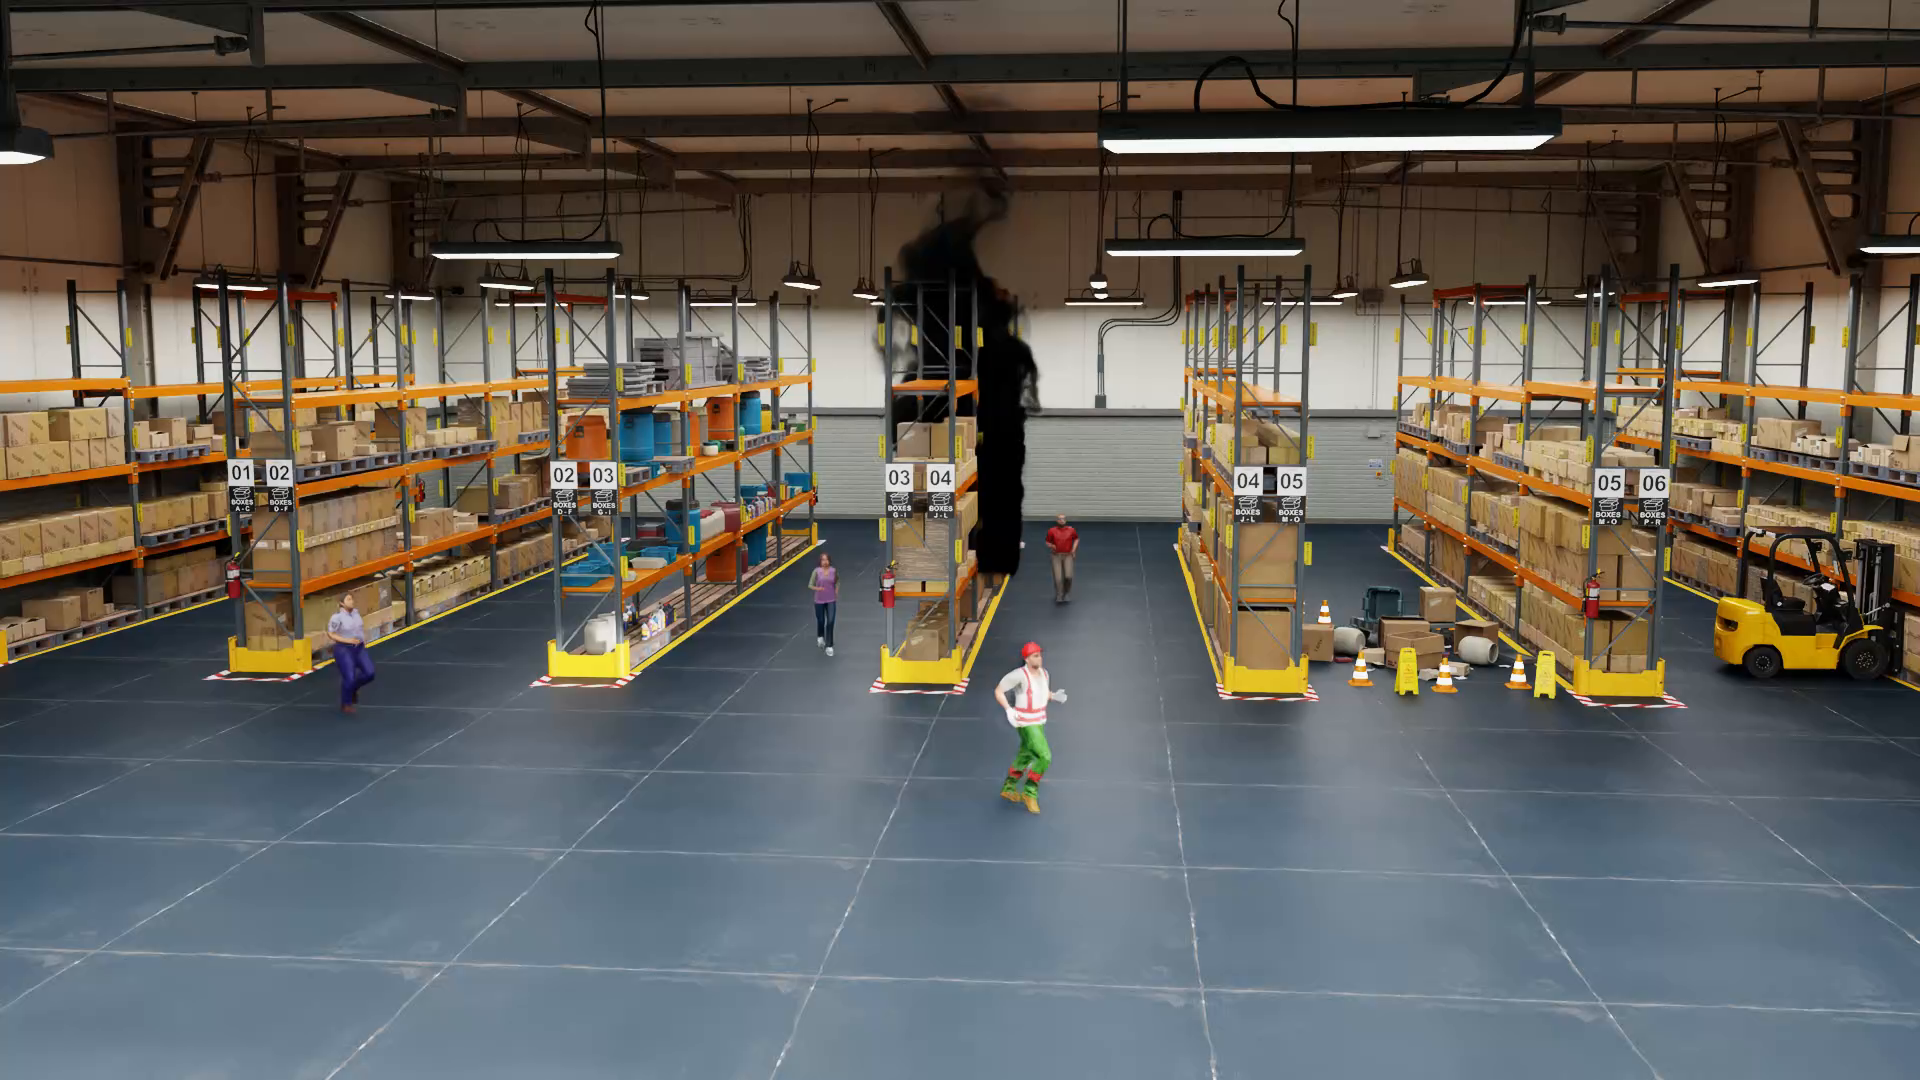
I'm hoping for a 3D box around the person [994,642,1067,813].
[{"bbox_3d":[0.771,1.990,17.714,0.746,1.832,0.616,5,8,34],"label":"person"}]

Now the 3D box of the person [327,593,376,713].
[{"bbox_3d":[-8.148,1.547,22.271,0.506,1.535,0.632,3,8,27],"label":"person"}]

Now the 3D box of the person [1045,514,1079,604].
[{"bbox_3d":[1.928,0.365,31.283,0.640,1.705,0.645,0,7,1],"label":"person"}]

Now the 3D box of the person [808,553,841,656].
[{"bbox_3d":[-2.128,0.988,26.310,0.545,1.580,0.873,-1,7,-12],"label":"person"}]
